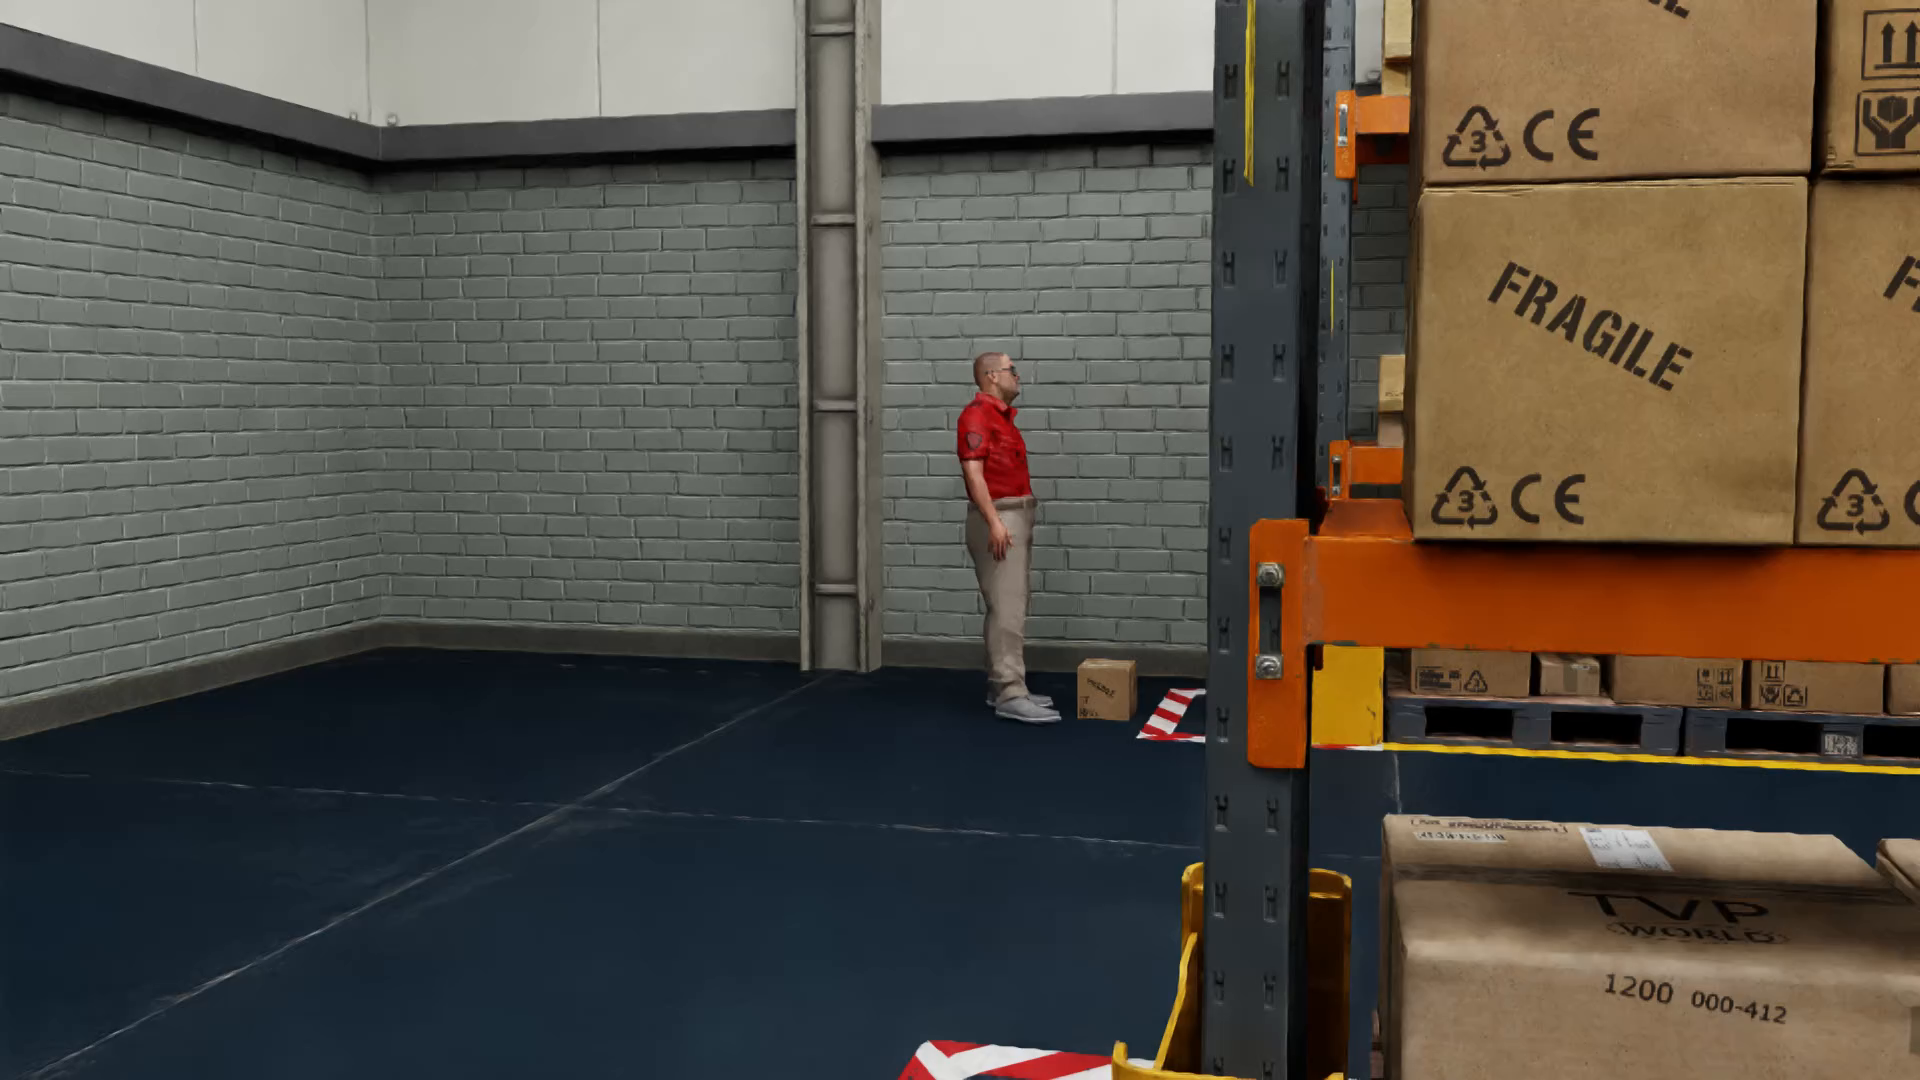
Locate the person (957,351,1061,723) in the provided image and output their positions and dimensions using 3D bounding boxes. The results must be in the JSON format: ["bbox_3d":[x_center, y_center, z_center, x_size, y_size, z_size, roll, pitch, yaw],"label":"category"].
[{"bbox_3d":[0.275,-0.037,7.975,0.526,1.729,0.644,1,5,14],"label":"person"}]
